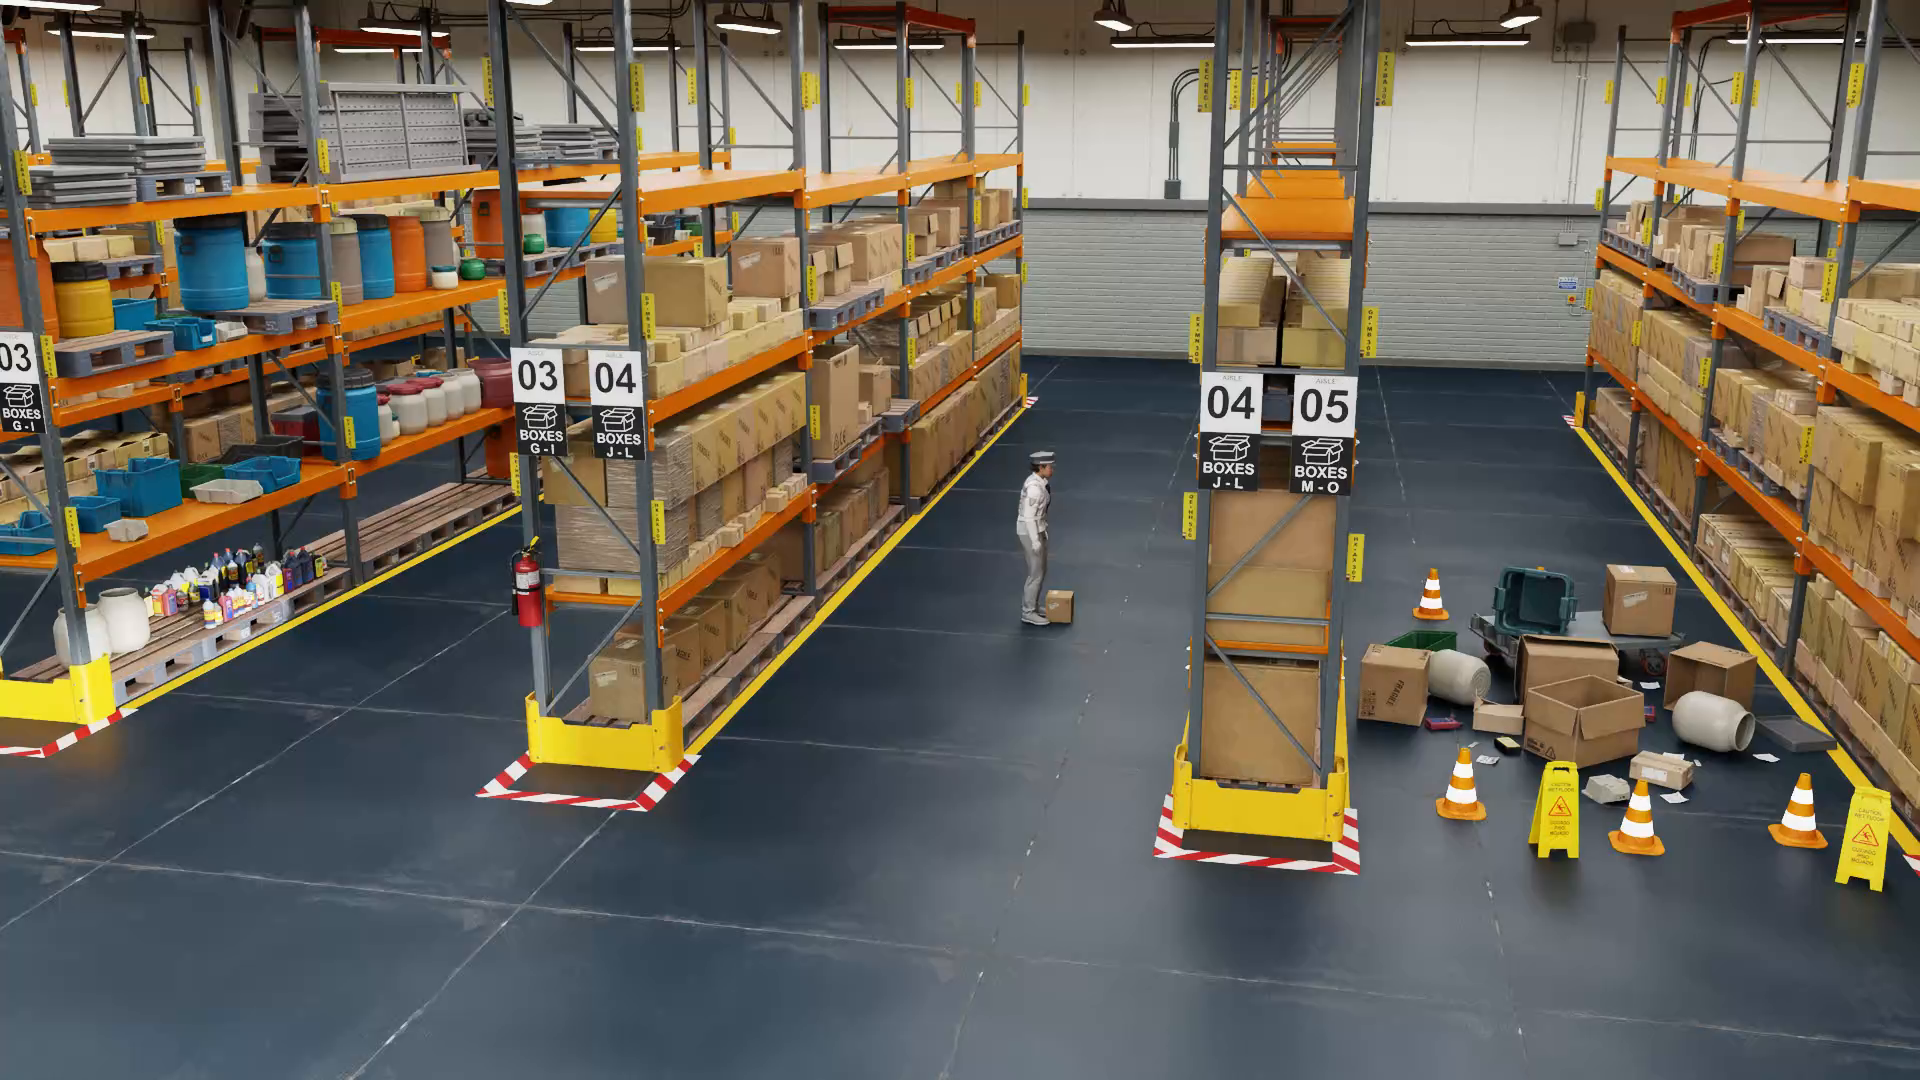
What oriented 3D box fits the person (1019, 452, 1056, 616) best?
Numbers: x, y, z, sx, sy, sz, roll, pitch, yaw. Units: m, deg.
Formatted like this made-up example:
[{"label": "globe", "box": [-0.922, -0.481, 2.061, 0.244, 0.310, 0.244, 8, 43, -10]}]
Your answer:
[{"label": "person", "box": [0.754, -0.069, 16.145, 0.342, 1.601, 0.507, 3, 15, 11]}]
